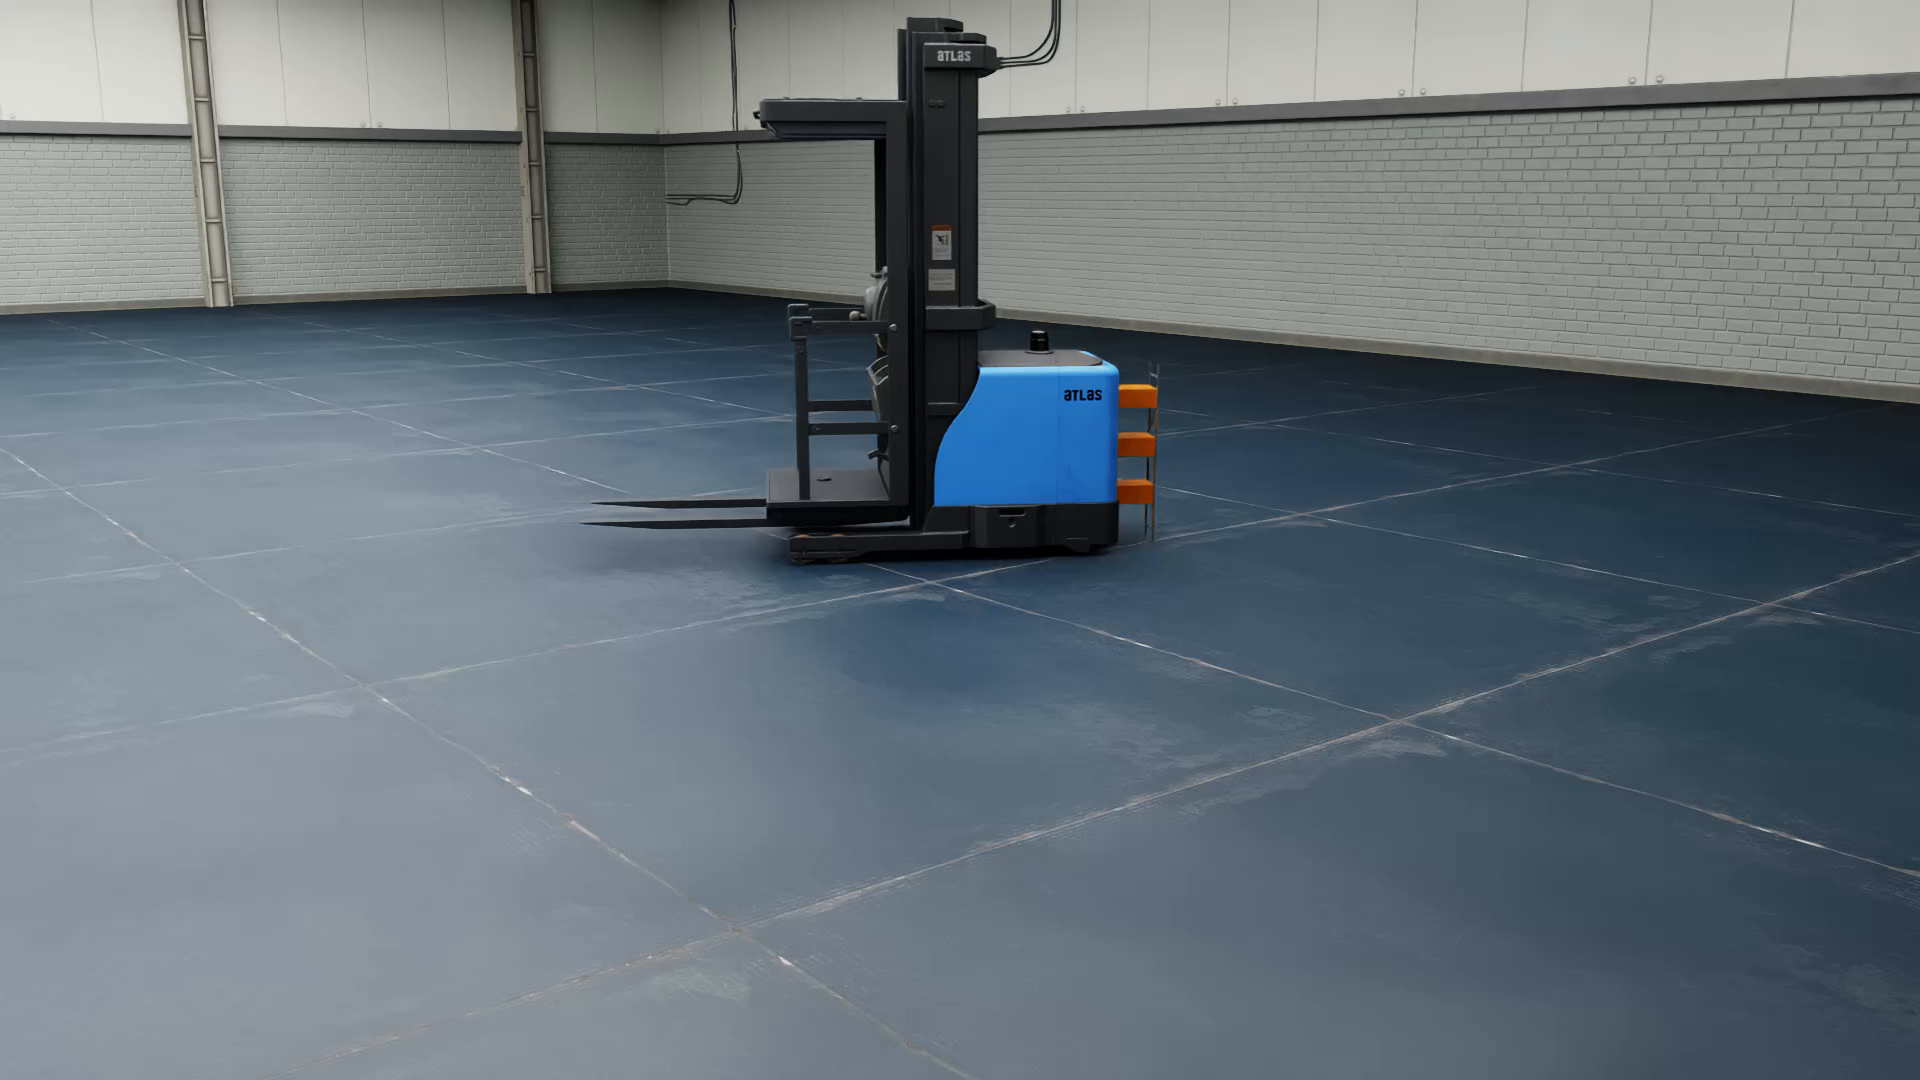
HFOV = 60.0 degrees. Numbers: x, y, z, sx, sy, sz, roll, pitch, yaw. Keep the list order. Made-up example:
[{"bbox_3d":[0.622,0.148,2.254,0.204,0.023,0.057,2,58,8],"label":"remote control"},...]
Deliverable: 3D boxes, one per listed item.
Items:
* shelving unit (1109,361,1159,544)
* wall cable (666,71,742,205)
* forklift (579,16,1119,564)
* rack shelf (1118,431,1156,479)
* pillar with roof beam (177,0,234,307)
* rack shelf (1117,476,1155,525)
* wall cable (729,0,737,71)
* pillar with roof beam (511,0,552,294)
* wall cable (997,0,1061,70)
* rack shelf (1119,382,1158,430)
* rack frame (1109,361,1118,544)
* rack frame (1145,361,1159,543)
[{"bbox_3d":[1.005,-0.513,9.744,0.252,1.050,0.215,-1,12,-7],"label":"shelving unit"},{"bbox_3d":[-5.197,-7.940,33.062,0.112,2.526,3.097,-9,15,-38],"label":"wall cable"},{"bbox_3d":[-0.648,-1.414,9.463,3.031,2.935,1.130,-1,12,-6],"label":"forklift"},{"bbox_3d":[1.005,-0.503,9.746,0.240,0.259,0.215,-1,12,-7],"label":"rack shelf"},{"bbox_3d":[-10.320,-7.814,24.994,0.400,9.000,9.100,-9,15,-38],"label":"pillar with roof beam"},{"bbox_3d":[1.003,-0.231,9.804,0.240,0.259,0.215,-1,12,-7],"label":"rack shelf"},{"bbox_3d":[-3.507,-9.972,30.471,0.112,2.526,3.097,-9,15,-38],"label":"wall cable"},{"bbox_3d":[-5.635,-8.593,28.661,0.400,9.000,9.100,-9,15,-38],"label":"pillar with roof beam"},{"bbox_3d":[0.721,-9.580,25.125,0.169,6.003,2.305,-9,15,-38],"label":"wall cable"},{"bbox_3d":[1.007,-0.781,9.688,0.240,0.259,0.215,-1,12,-7],"label":"rack shelf"},{"bbox_3d":[0.884,-0.511,9.730,0.008,1.050,0.200,-1,12,-7],"label":"rack frame"},{"bbox_3d":[1.126,-0.515,9.758,0.008,1.050,0.200,-1,12,-7],"label":"rack frame"}]
